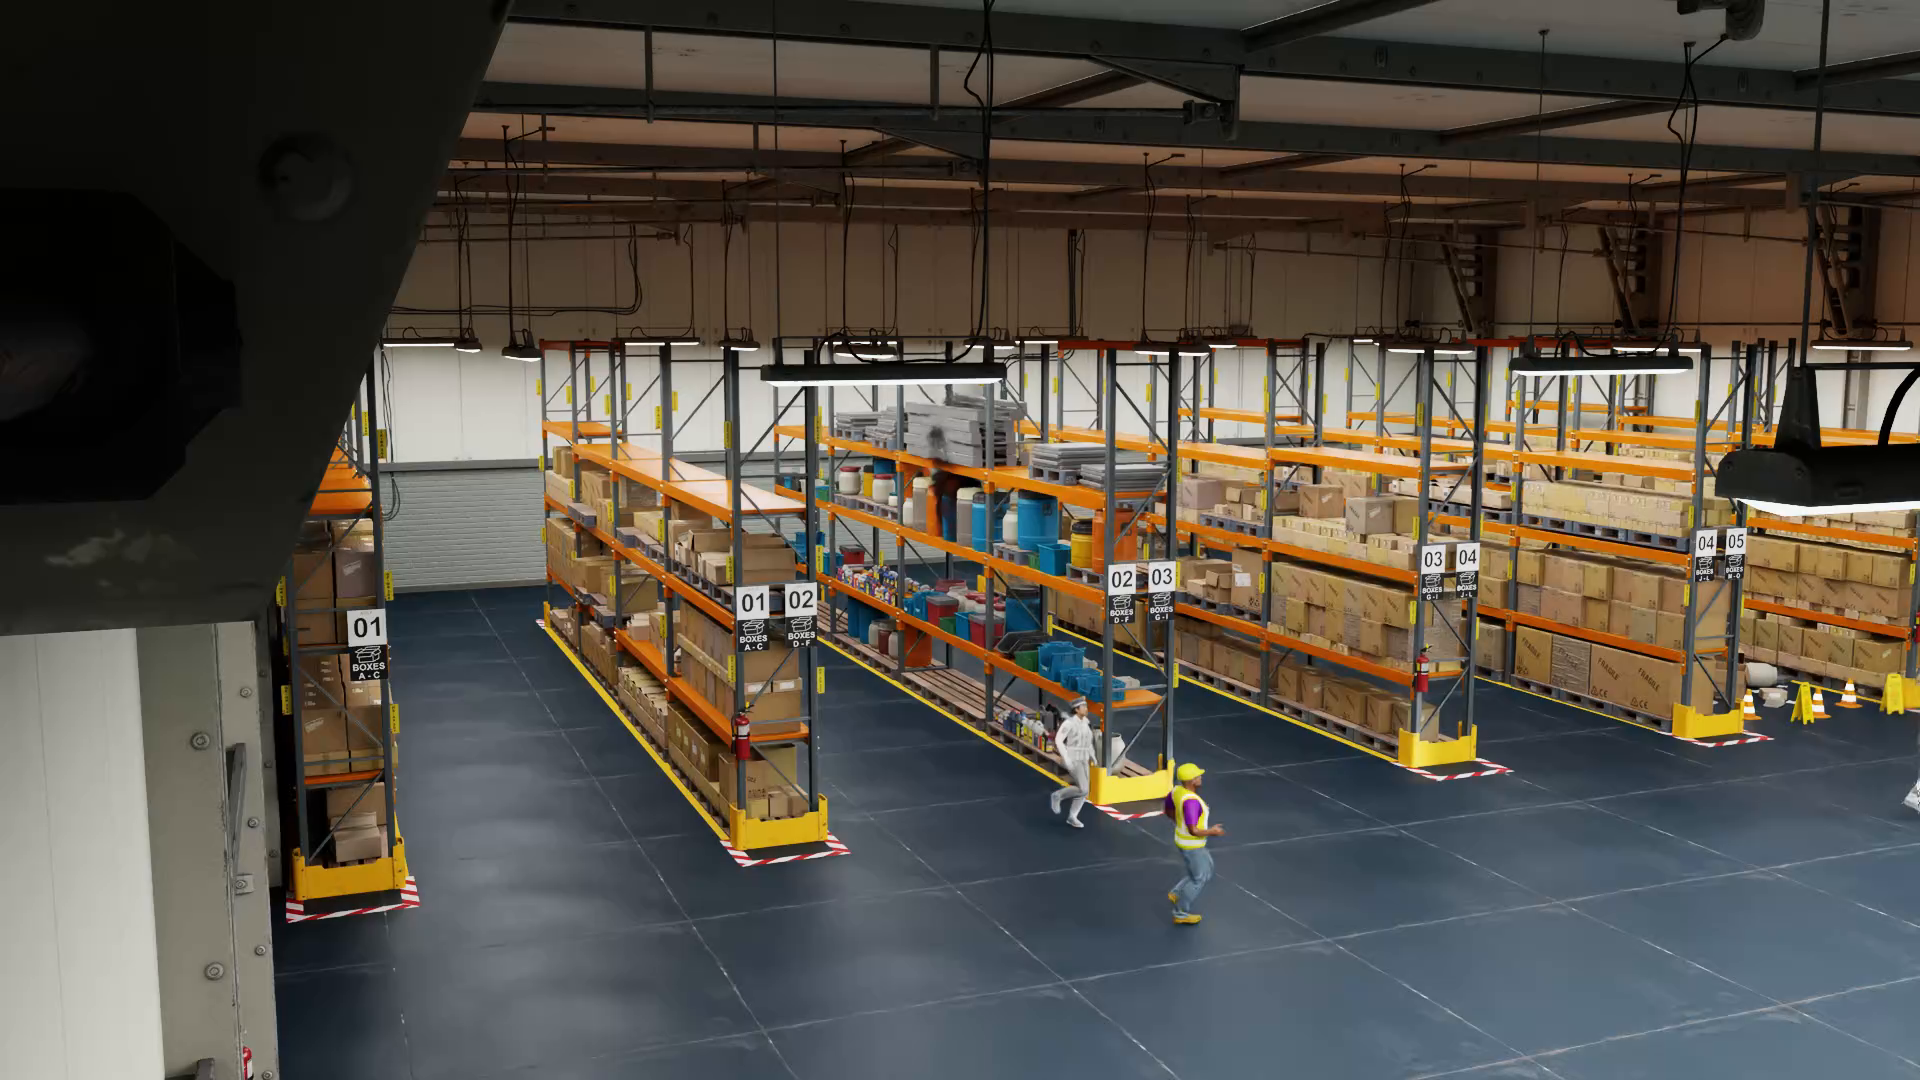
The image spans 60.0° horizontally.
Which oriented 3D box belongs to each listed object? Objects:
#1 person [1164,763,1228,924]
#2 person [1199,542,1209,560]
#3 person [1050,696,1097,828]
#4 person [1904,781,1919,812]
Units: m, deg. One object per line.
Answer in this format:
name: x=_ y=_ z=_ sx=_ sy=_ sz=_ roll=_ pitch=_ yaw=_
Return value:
person: x=2.493 y=3.192 z=17.563 sx=0.582 sy=1.721 sz=0.688 roll=-1 pitch=7 yaw=-4
person: x=5.107 y=0.880 z=35.338 sx=0.570 sy=1.723 sz=0.840 roll=-4 pitch=8 yaw=-25
person: x=1.494 y=2.783 z=21.169 sx=0.516 sy=1.619 sz=0.650 roll=6 pitch=10 yaw=39
person: x=12.547 y=2.688 z=21.194 sx=0.814 sy=1.824 sz=0.640 roll=2 pitch=8 yaw=15
